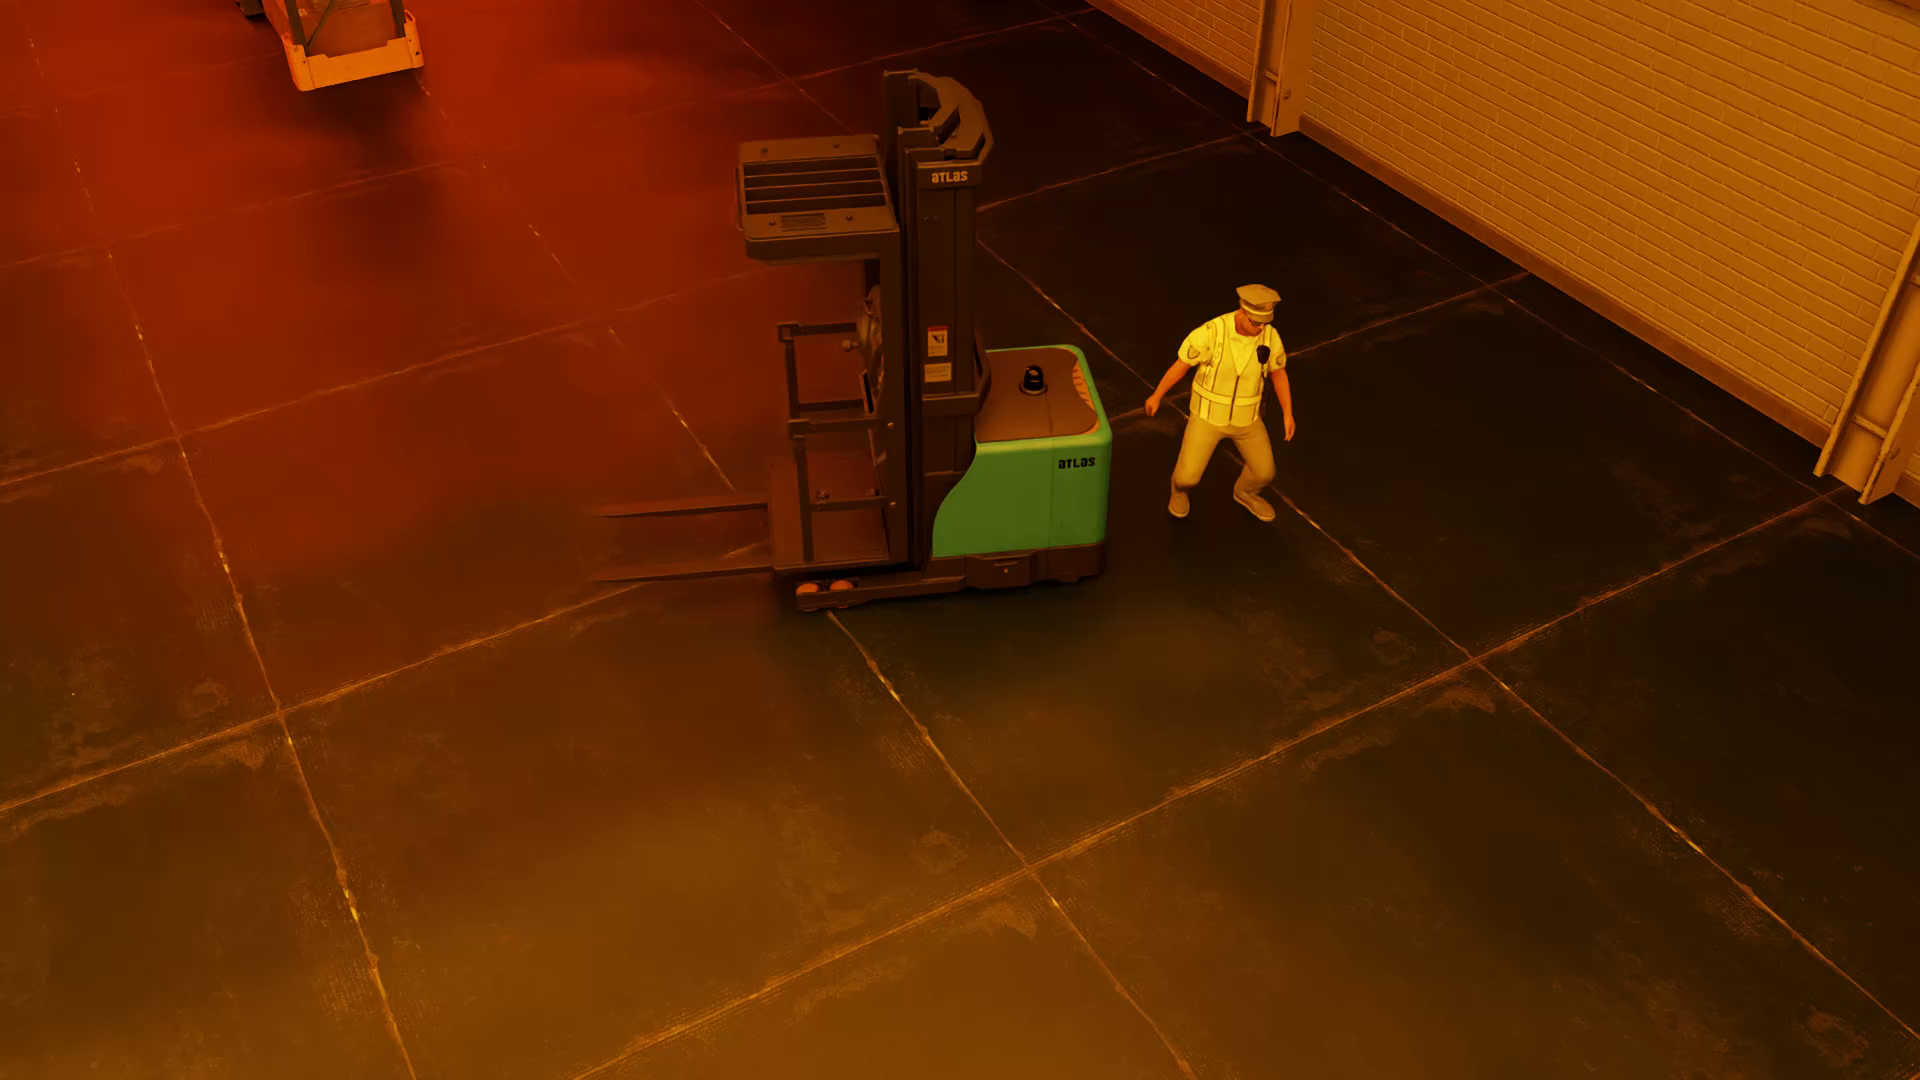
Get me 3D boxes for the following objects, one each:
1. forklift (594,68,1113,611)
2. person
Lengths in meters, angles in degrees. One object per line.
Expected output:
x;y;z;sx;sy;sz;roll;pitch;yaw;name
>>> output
-0.679;-1.068;9.324;3.031;2.935;1.130;-5;40;-6;forklift
1.574;-0.796;9.998;0.898;1.673;0.491;0;40;0;person
